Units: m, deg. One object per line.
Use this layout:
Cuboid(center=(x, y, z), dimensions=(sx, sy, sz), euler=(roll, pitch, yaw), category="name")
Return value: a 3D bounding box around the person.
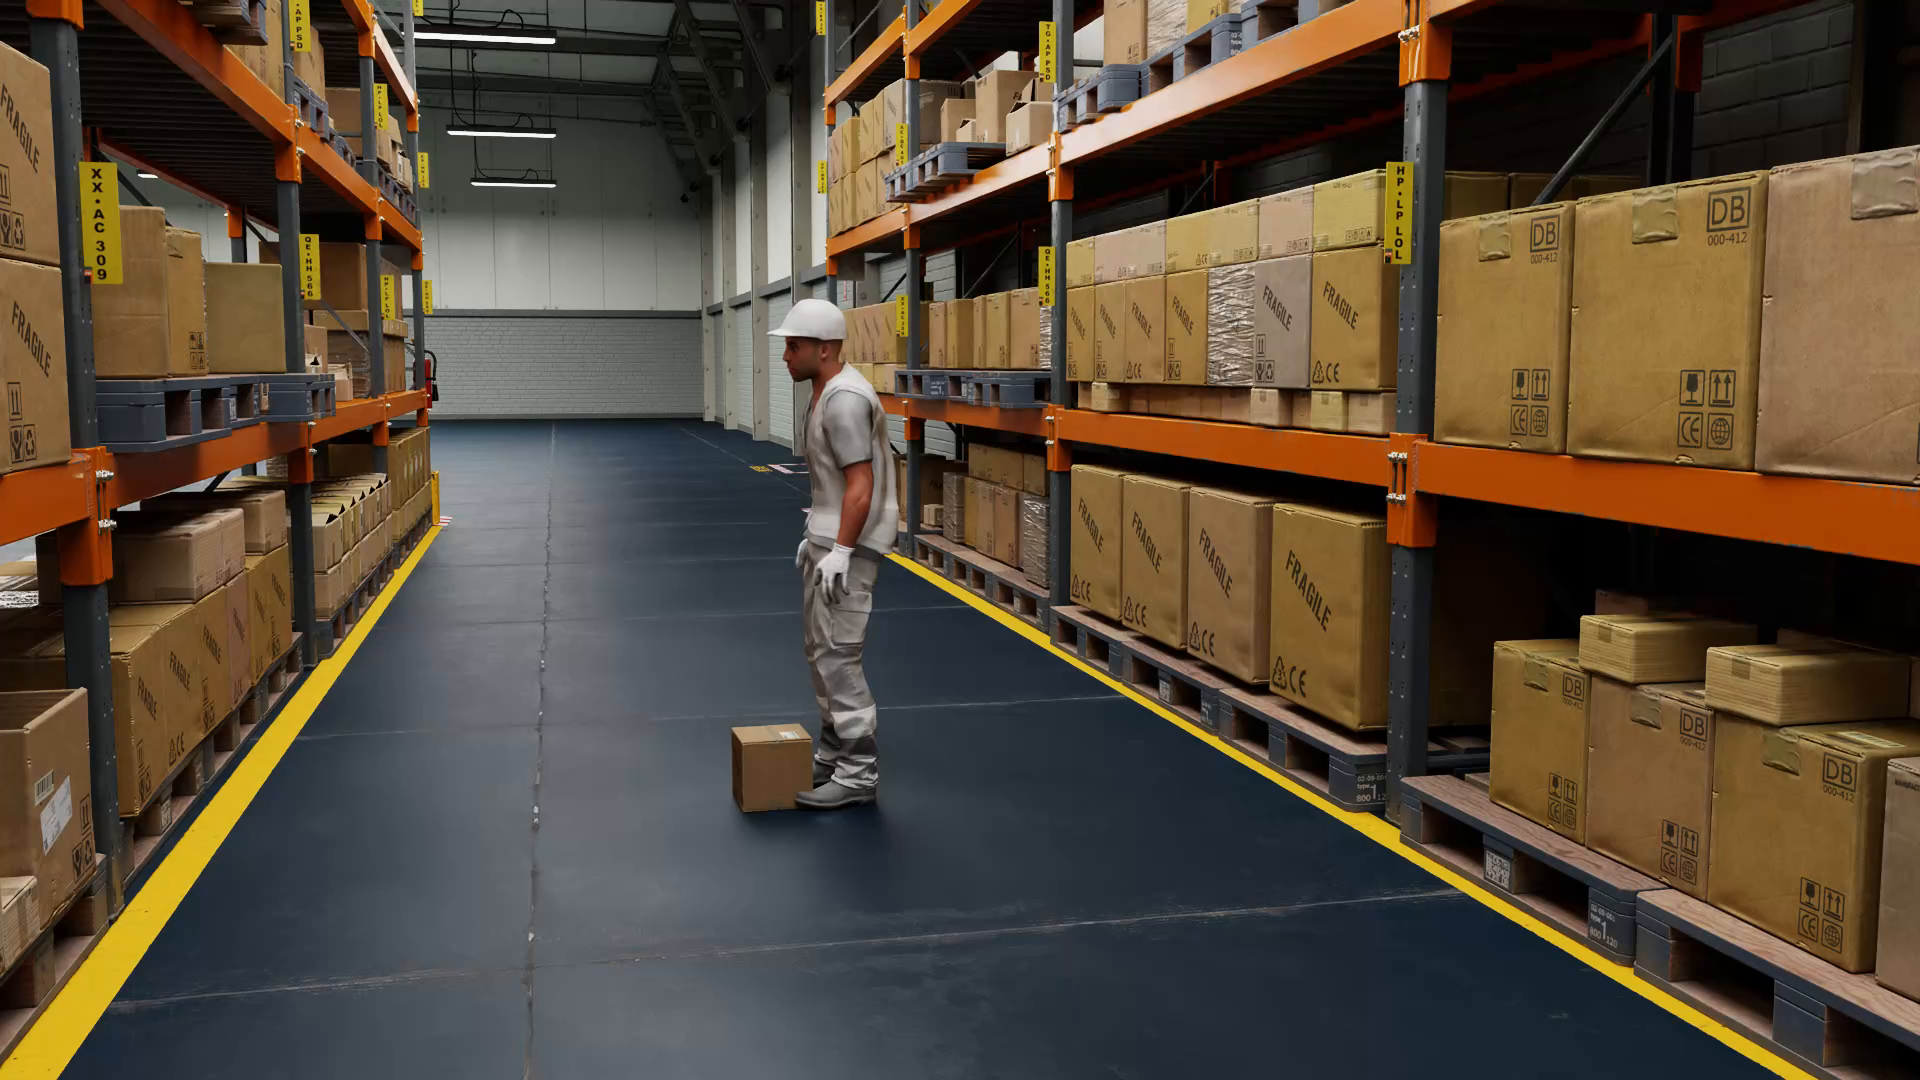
Cuboid(center=(-0.455, 0.043, 5.911), dimensions=(0.449, 1.780, 0.607), euler=(-1, 6, -14), category="person")
